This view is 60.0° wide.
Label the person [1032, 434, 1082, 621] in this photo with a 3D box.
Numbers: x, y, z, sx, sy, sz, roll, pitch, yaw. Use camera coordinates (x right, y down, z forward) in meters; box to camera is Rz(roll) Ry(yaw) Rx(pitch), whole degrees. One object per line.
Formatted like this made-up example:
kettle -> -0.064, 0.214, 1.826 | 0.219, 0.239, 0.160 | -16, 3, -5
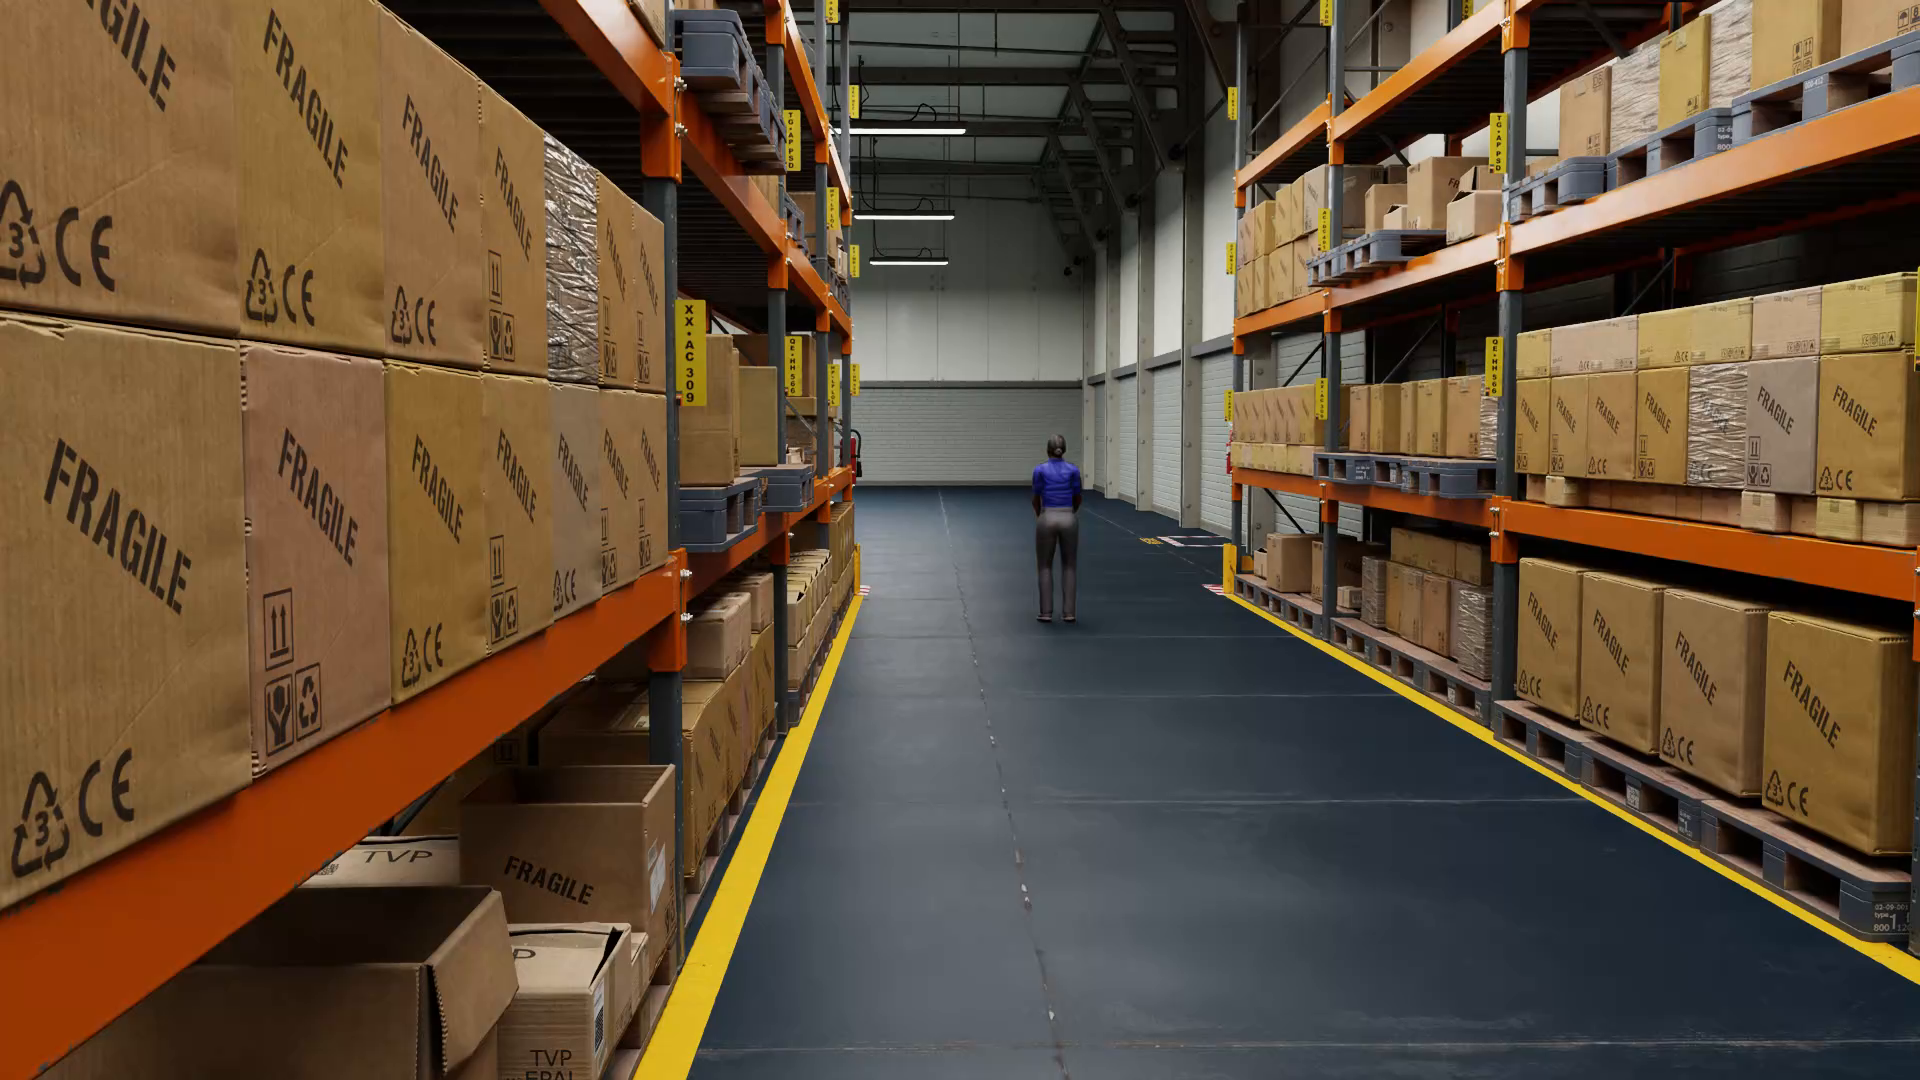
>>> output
person -> 0.854, -0.109, 14.714 | 0.448, 1.656, 0.495 | 0, 4, -1
